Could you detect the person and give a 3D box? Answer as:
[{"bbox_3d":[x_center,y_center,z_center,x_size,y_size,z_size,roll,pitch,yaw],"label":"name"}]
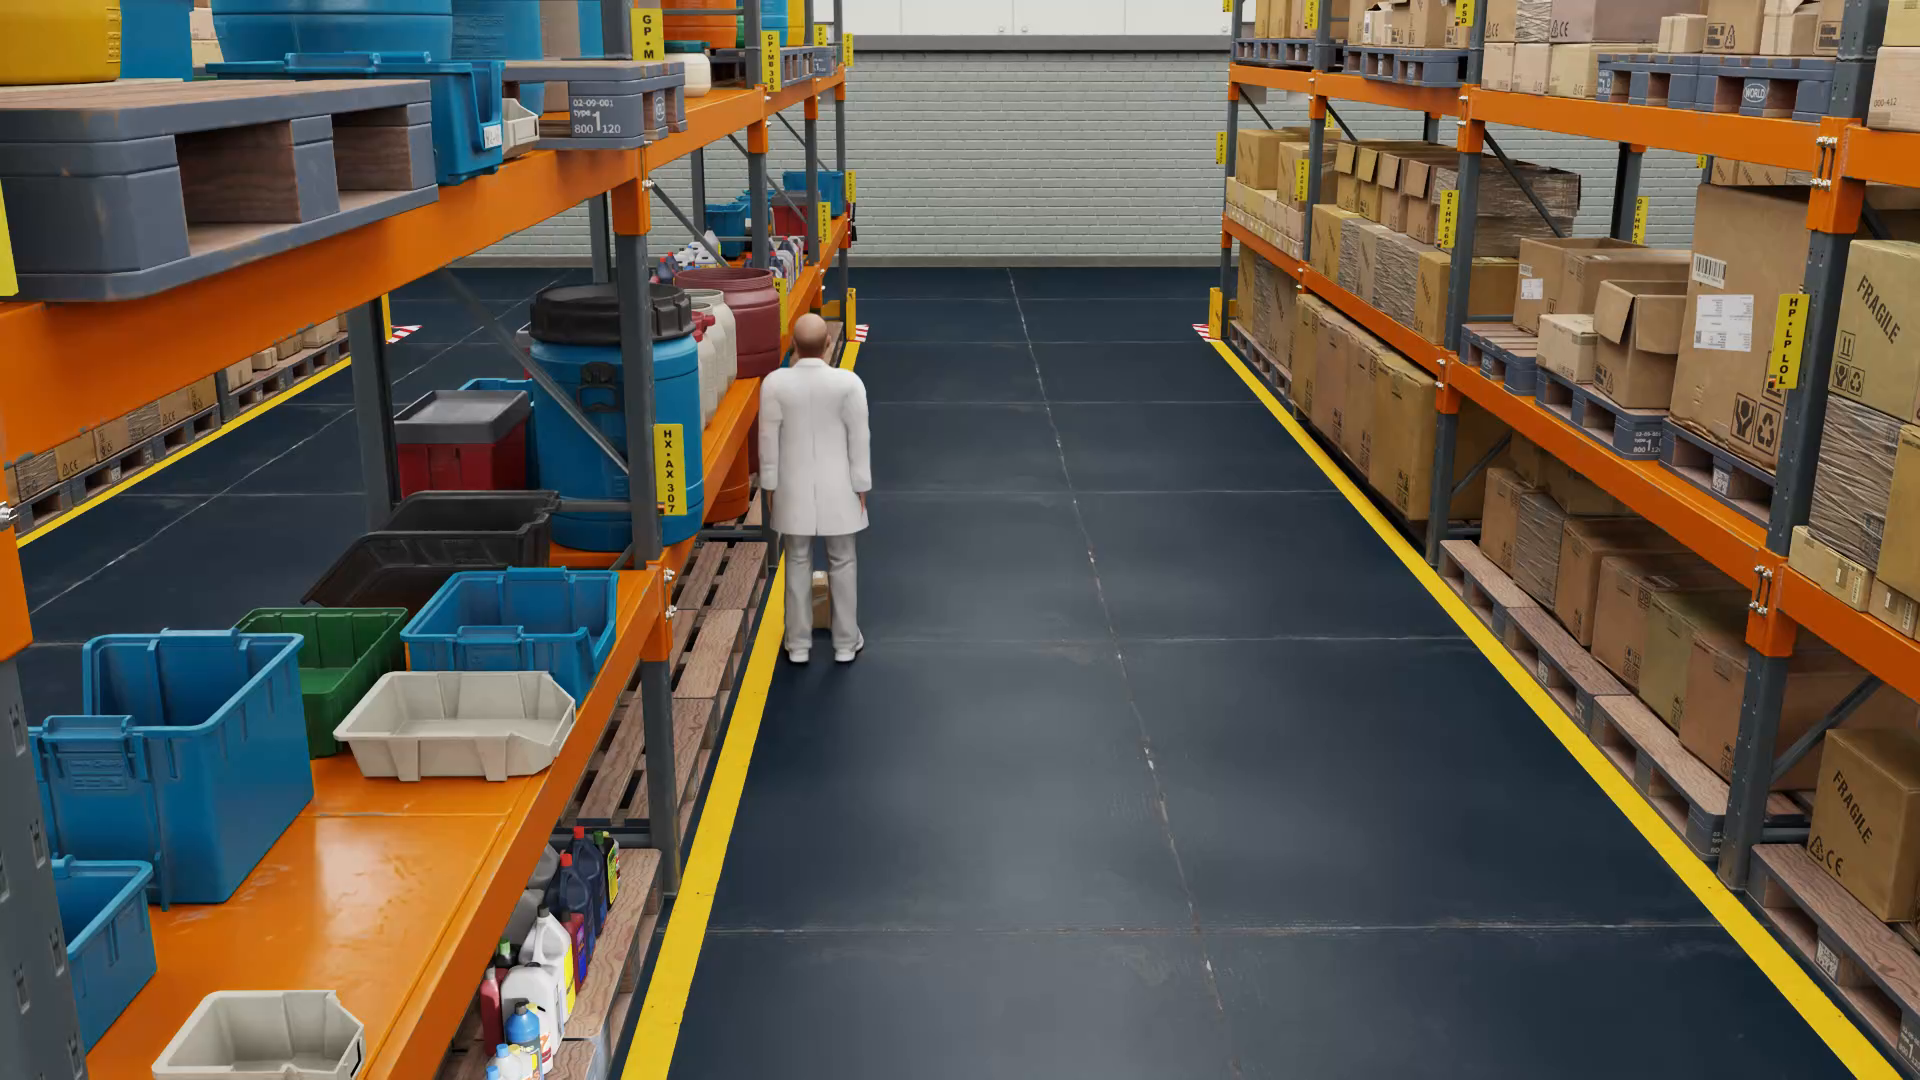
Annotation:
[{"bbox_3d":[-0.727,-0.270,8.418,0.573,1.780,0.388,0,17,1],"label":"person"}]
